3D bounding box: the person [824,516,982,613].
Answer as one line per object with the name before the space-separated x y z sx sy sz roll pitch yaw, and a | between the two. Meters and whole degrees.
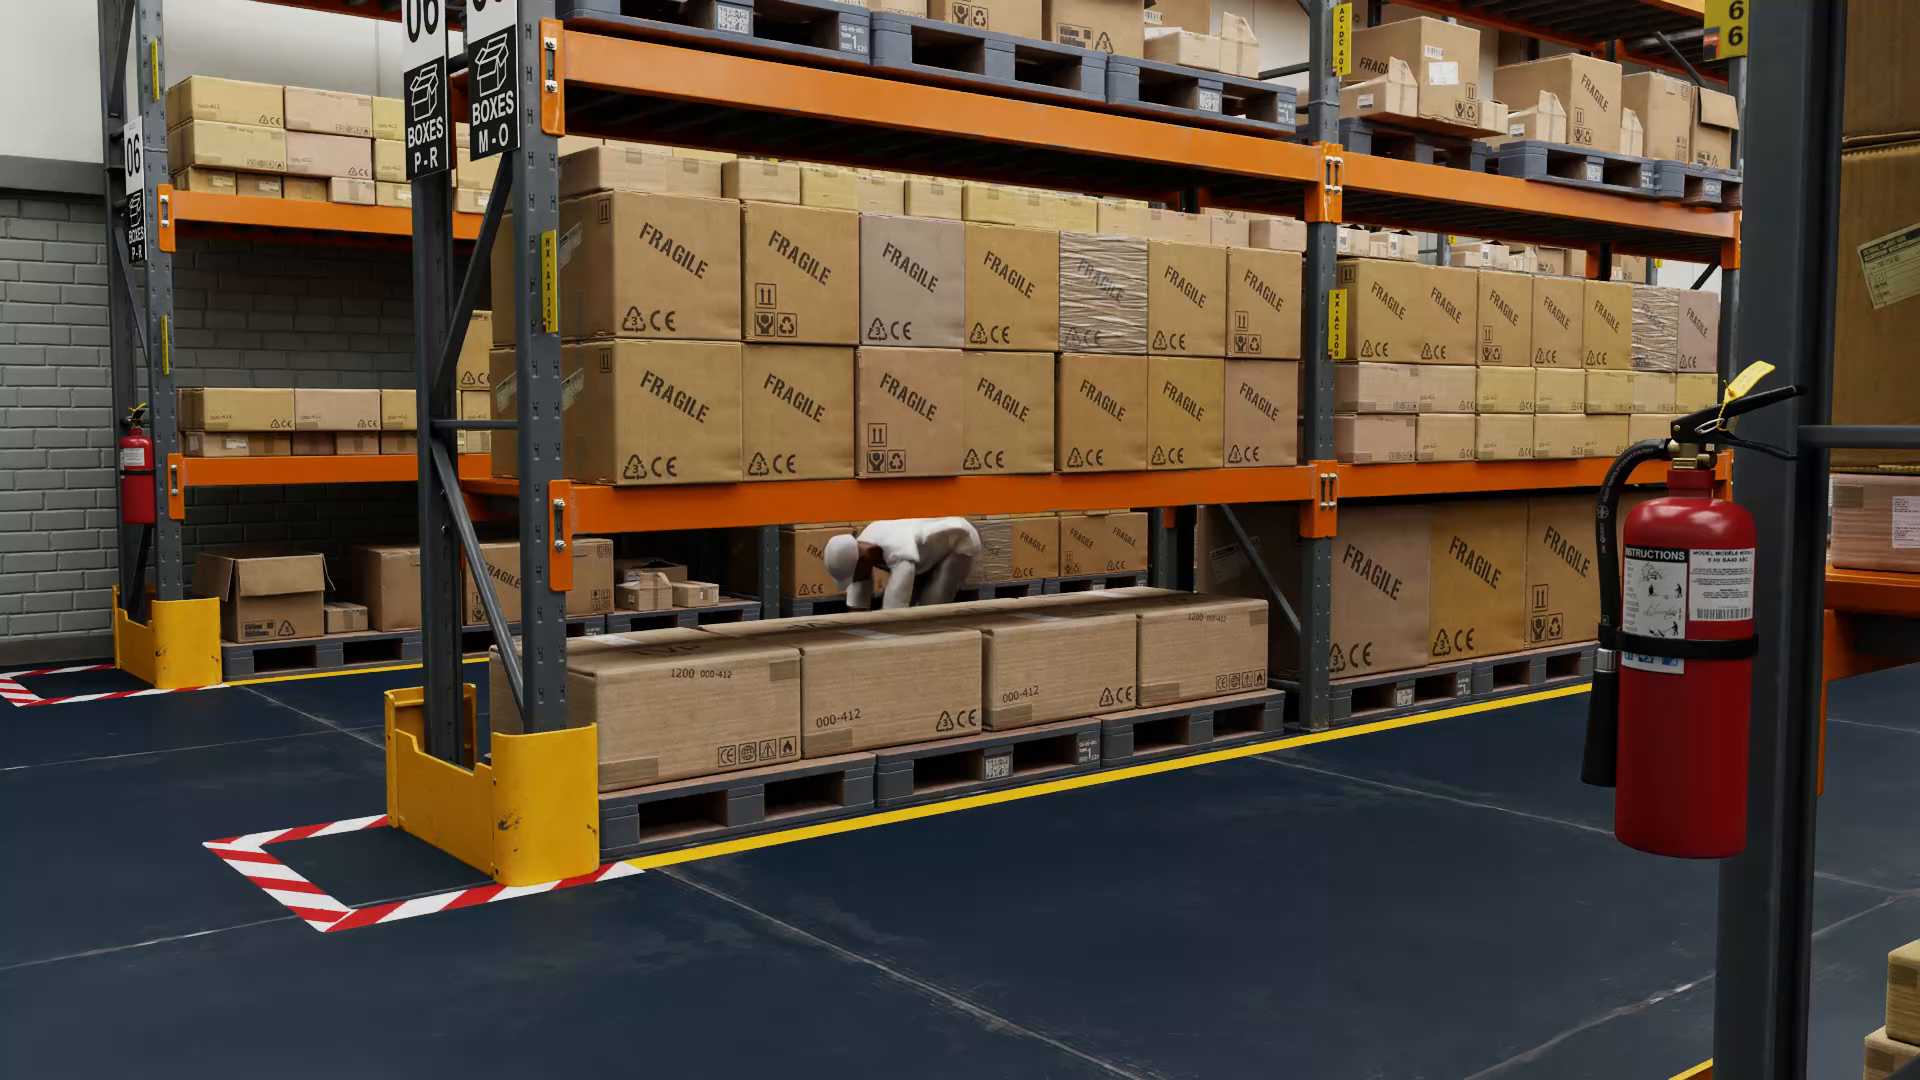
person | -0.324 0.354 8.997 0.979 1.030 0.490 -4 6 -41
